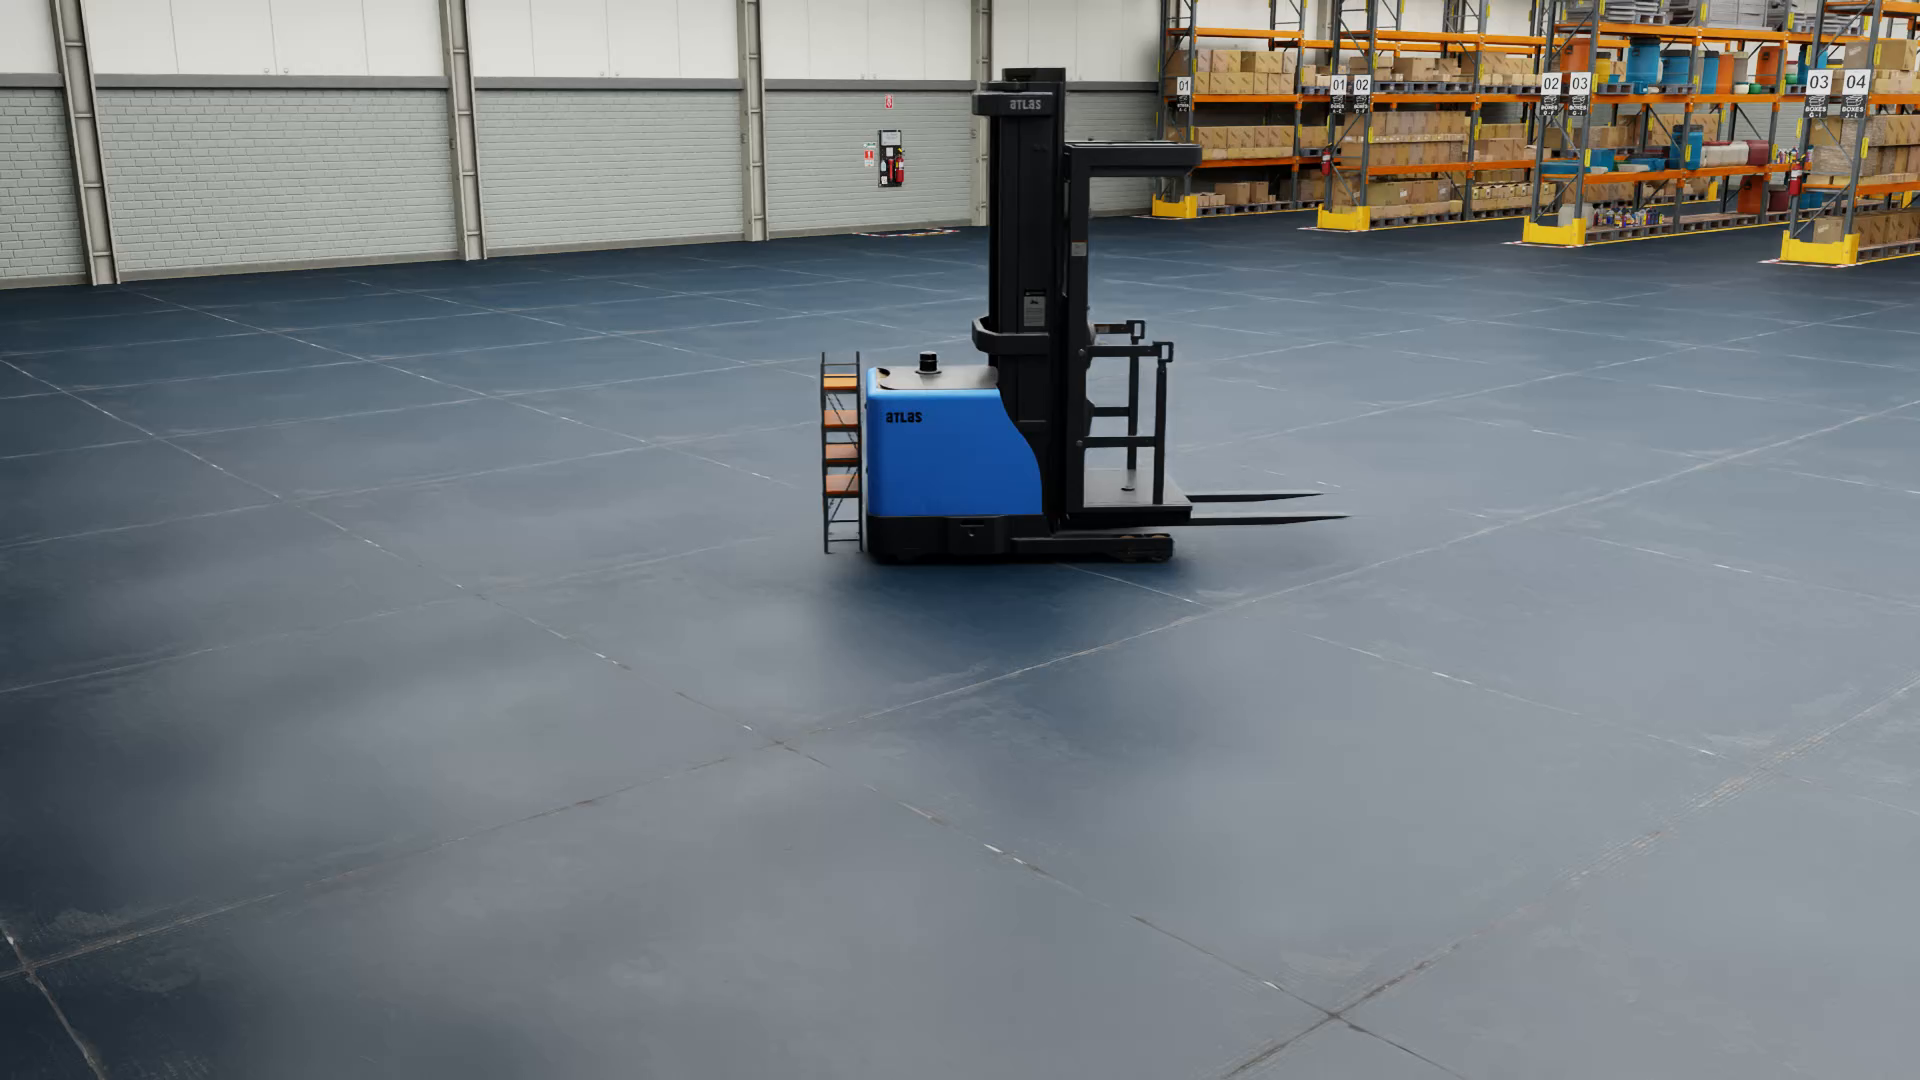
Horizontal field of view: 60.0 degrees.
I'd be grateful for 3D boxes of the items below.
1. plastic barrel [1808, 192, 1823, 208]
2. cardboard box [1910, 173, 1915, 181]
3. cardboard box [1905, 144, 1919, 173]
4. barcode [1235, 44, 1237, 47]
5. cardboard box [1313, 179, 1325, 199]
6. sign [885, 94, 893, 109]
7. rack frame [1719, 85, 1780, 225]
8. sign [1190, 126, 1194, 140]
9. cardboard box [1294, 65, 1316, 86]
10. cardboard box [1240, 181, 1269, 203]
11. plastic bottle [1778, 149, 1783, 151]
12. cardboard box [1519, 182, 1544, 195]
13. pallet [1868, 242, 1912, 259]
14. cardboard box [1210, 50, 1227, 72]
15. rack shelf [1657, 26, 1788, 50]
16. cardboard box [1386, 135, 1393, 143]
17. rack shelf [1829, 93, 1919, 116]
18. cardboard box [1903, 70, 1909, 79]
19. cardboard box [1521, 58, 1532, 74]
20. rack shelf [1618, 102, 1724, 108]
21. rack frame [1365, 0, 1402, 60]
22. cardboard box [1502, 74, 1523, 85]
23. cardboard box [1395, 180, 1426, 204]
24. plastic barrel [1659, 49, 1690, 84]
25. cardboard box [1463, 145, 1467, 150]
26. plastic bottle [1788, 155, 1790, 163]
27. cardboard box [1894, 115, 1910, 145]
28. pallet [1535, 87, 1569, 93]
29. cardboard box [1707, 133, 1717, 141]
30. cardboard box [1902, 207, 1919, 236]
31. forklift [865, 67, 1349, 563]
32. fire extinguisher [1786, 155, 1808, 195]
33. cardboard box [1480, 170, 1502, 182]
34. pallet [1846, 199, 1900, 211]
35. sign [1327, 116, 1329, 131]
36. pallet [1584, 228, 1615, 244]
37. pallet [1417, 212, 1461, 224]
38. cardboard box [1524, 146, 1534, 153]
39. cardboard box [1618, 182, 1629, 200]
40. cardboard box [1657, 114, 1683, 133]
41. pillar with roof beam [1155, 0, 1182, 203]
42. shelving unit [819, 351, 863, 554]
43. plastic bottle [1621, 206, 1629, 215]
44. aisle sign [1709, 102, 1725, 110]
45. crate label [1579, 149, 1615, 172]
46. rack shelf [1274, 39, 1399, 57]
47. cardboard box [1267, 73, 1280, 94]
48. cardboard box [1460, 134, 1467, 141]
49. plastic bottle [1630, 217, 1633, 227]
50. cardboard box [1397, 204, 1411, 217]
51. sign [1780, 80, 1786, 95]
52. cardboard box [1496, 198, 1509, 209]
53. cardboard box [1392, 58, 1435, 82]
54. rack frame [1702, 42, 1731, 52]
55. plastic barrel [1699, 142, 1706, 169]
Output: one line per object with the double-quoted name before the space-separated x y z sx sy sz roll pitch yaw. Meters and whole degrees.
"plastic barrel" 20.180 -8.358 39.480 0.708 0.901 0.600 -13 19 -39
"cardboard box" 16.874 -6.521 29.837 0.250 0.149 0.380 -13 19 -39
"cardboard box" 16.727 -6.884 29.939 0.500 0.500 0.875 -13 19 -39
"barcode" 6.733 -12.046 40.542 0.075 0.075 0.001 -13 19 -39
"cardboard box" 8.965 -9.061 42.852 0.500 0.500 0.700 -13 20 -40
"sign" -1.481 -9.151 34.704 0.199 0.298 0.001 -13 19 -39
"rack frame" 17.584 -8.580 37.059 0.127 3.000 1.000 -13 19 -39
"sign" 5.402 -9.466 38.699 0.005 0.325 0.100 -13 19 -39
"cardboard box" 8.529 -11.609 41.577 0.500 0.500 0.500 -9 18 -32
"cardboard box" 7.307 -8.652 41.321 0.500 0.500 0.500 14 21 43
"plastic bottle" 19.129 -8.997 38.861 0.135 0.276 0.152 -13 19 -39
"cardboard box" 13.714 -8.464 40.054 0.500 0.311 0.500 -13 20 -40
"pallet" 16.414 -5.263 30.043 1.213 0.211 1.003 -13 19 -39
"cardboard box" 5.908 -11.237 39.023 0.500 0.500 0.500 -13 20 -40
"rack shelf" 16.076 -10.599 35.161 4.000 0.370 1.077 -13 19 -39
"cardboard box" 9.125 -8.663 35.920 0.250 0.149 0.380 -13 19 -39
"rack shelf" 16.310 -7.701 29.350 4.000 0.370 1.077 -13 19 -39
"cardboard box" 16.164 -8.045 28.762 0.250 0.149 0.380 -14 20 -42
"cardboard box" 15.970 -13.504 47.512 0.500 0.500 0.500 -14 20 -42
"rack shelf" 18.862 -11.663 44.182 4.000 0.370 1.077 -13 19 -39
"rack frame" 11.081 -13.407 43.505 0.127 3.000 1.000 -13 19 -39
"cardboard box" 12.801 -10.759 38.881 0.500 0.250 0.500 14 20 42
"cardboard box" 9.985 -7.728 36.929 0.500 0.500 0.500 -13 19 -39
"plastic barrel" 14.808 -9.722 34.551 0.708 0.901 0.600 -13 19 -39
"cardboard box" 13.855 -10.915 46.248 0.250 0.149 0.380 -12 19 -38
"plastic bottle" 18.678 -8.610 37.555 0.097 0.201 0.097 0 15 0
"cardboard box" 16.153 -7.144 28.975 0.500 0.500 0.500 -13 19 -39
"pallet" 13.882 -10.771 39.813 1.003 0.211 1.213 -12 19 -37
"cardboard box" 20.212 -10.820 45.250 0.500 0.500 0.500 -12 19 -38
"cardboard box" 18.296 -6.043 31.552 0.700 0.500 0.500 14 21 43
"forklift" 0.916 -1.413 10.359 3.031 2.935 1.130 -1 15 -4
"fire extinguisher" 14.412 -6.294 28.649 0.183 0.674 0.296 -13 19 -39
"cardboard box" 15.111 -10.373 47.800 0.500 0.500 0.700 -13 20 -40
"pallet" 22.972 -8.456 41.998 1.213 0.211 1.003 -13 19 -39
"sign" 7.955 -8.972 35.822 0.005 0.325 0.100 -13 19 -39
"pallet" 12.192 -6.036 32.939 1.213 0.211 1.003 -13 19 -39
"pallet" 10.691 -7.394 38.021 1.213 0.211 1.003 -13 19 -39
"cardboard box" 13.534 -9.388 40.257 0.500 0.311 0.500 -13 20 -40
"cardboard box" 16.791 -9.006 42.645 0.500 0.500 0.500 -13 19 -39
"cardboard box" 18.670 -10.953 43.813 0.500 0.500 0.500 -13 20 -41
"pillar with roof beam" 7.832 -11.501 36.368 0.400 9.000 9.100 -13 19 -39
"shelving unit" -0.746 -0.560 10.521 0.258 1.200 0.503 -1 15 -4
"plastic bottle" 13.780 -6.751 34.493 0.185 0.351 0.144 -13 19 -39
"aisle sign" 20.623 -12.108 45.230 0.004 0.787 0.394 -13 19 -39
"crate label" 12.760 -7.606 33.345 0.616 0.435 0.502 -13 19 -39
"rack shelf" 9.572 -12.528 42.381 4.000 0.370 1.077 -13 19 -39
"cardboard box" 7.455 -11.121 40.528 0.500 0.500 0.500 14 20 42
"cardboard box" 11.254 -9.141 37.709 0.250 0.149 0.380 -13 20 -39
"plastic bottle" 13.531 -6.424 33.556 0.097 0.201 0.097 0 15 0
"cardboard box" 9.604 -7.282 36.713 0.500 0.250 0.500 -13 19 -39
"sign" 17.951 -9.873 36.289 0.005 0.325 0.100 -13 19 -39
"cardboard box" 12.561 -7.937 39.164 0.500 0.250 0.500 -13 20 -41
"cardboard box" 9.993 -10.383 36.709 0.637 0.503 0.797 -10 18 -33
"rack frame" 20.371 -13.799 44.971 0.127 3.000 1.000 -13 19 -39
"plastic barrel" 15.433 -8.087 34.951 0.433 0.535 0.433 0 15 0
